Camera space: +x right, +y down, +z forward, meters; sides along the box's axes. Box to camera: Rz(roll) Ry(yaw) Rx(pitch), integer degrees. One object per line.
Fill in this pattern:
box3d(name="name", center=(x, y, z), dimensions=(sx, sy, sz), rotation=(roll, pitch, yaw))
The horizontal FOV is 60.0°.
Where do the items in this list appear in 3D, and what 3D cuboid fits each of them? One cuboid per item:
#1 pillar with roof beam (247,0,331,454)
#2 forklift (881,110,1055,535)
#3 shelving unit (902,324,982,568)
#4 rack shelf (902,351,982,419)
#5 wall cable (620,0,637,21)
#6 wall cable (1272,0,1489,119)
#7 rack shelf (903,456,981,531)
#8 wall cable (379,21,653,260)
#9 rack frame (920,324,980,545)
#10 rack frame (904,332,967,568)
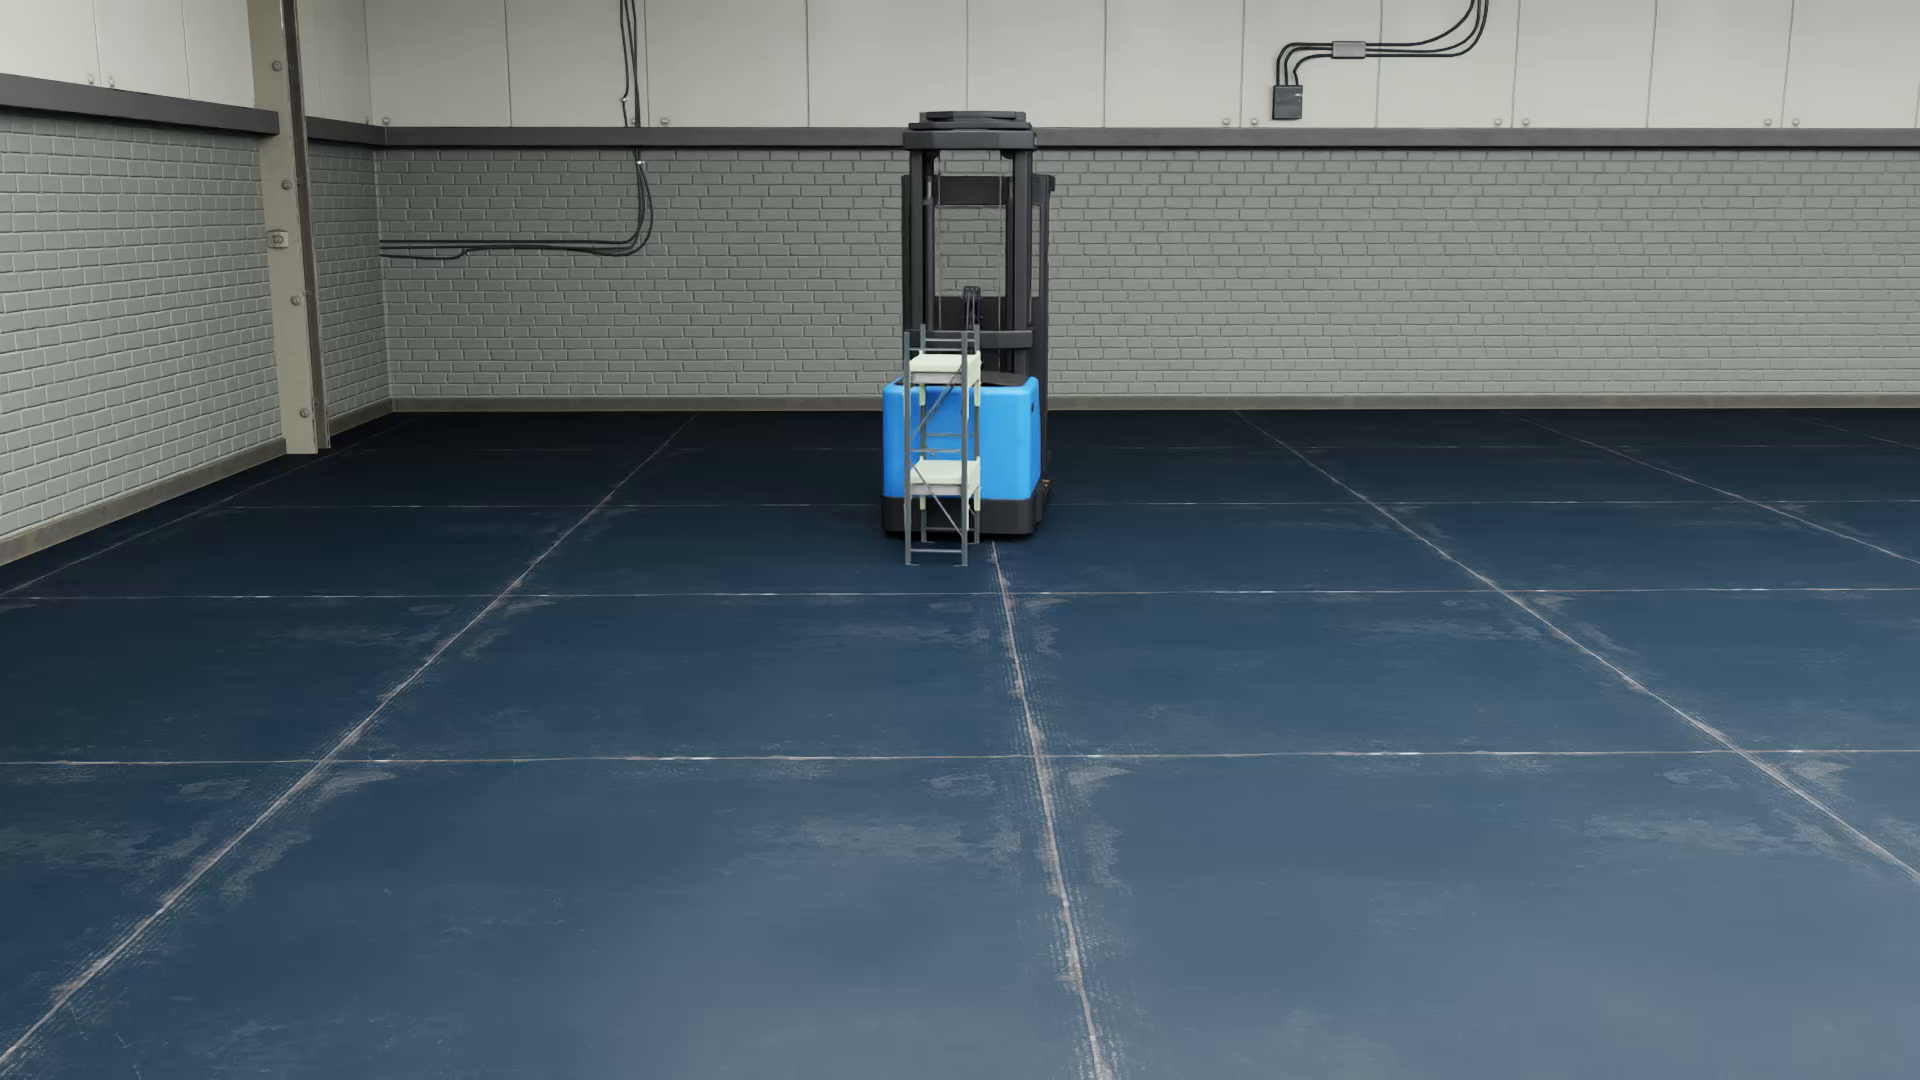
box3d(name="pillar with roof beam", center=(-1.873, -5.275, 14.926), dimensions=(9.100, 9.000, 0.400), rotation=(0, 11, -1))
box3d(name="forklift", center=(0.142, -1.713, 12.630), dimensions=(1.130, 2.935, 3.031), rotation=(1, 12, 7))
box3d(name="shelving unit", center=(-0.111, -0.636, 10.924), dimensions=(0.431, 1.500, 0.755), rotation=(1, 12, 7))
box3d(name="rack shelf", center=(-0.111, -1.019, 10.846), dimensions=(0.431, 0.370, 0.720), rotation=(1, 12, 7))
box3d(name="wall cable", center=(-2.212, -6.813, 17.614), dimensions=(3.097, 2.526, 0.112), rotation=(0, 11, -1))
box3d(name="wall cable", center=(4.575, -7.551, 17.591), dimensions=(2.305, 6.003, 0.169), rotation=(0, 11, -1))
box3d(name="rack shelf", center=(-0.111, -0.317, 10.988), dimensions=(0.431, 0.370, 0.720), rotation=(1, 12, 7))
box3d(name="wall cable", center=(-4.916, -4.326, 18.061), dimensions=(3.097, 2.526, 0.112), rotation=(0, 11, -1))
box3d(name="rack frame", center=(-0.068, -0.709, 11.280), dimensions=(0.400, 1.500, 0.023), rotation=(1, 12, 7))
box3d(name="rack frame", center=(-0.154, -0.564, 10.567), dimensions=(0.400, 1.500, 0.023), rotation=(1, 12, 7))
